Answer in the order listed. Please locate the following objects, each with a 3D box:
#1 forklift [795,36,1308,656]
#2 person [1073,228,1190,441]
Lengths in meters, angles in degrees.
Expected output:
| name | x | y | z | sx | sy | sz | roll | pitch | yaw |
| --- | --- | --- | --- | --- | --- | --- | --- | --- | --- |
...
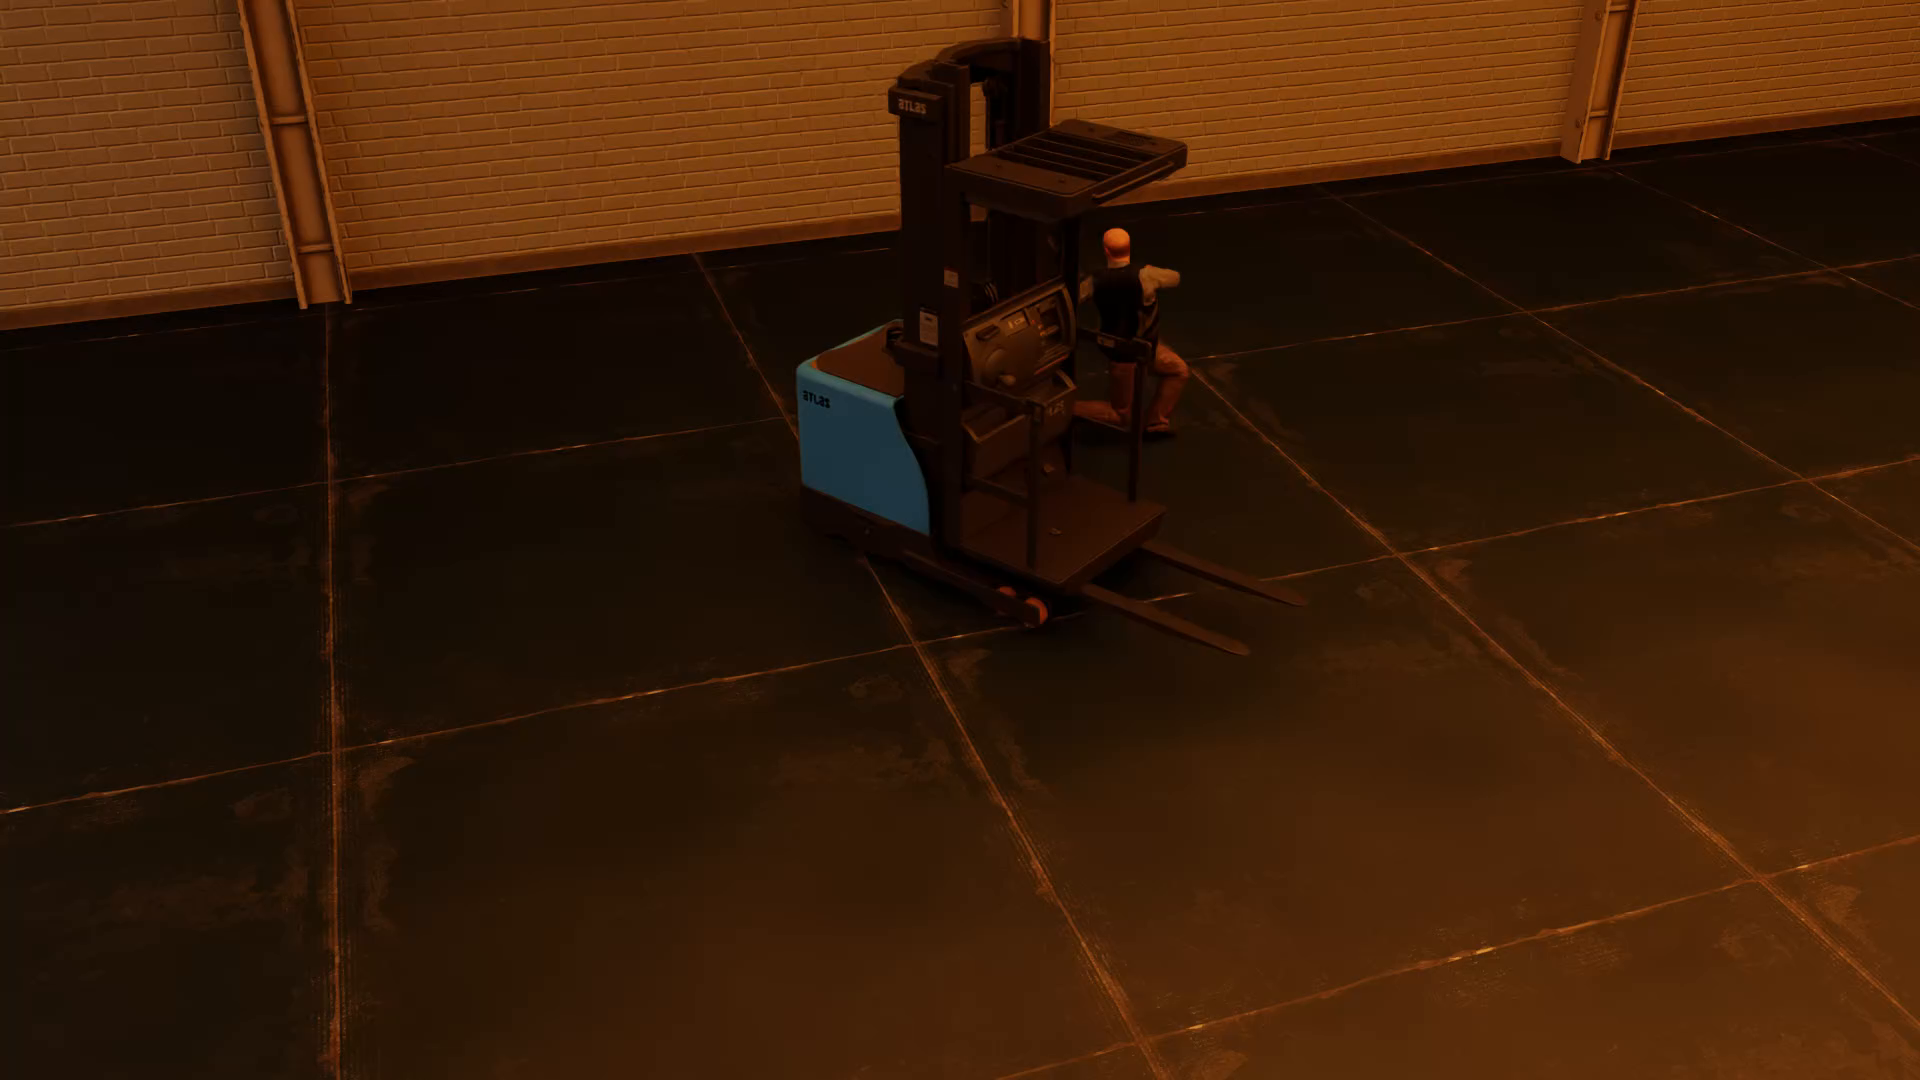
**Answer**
| name | x | y | z | sx | sy | sz | roll | pitch | yaw |
| --- | --- | --- | --- | --- | --- | --- | --- | --- | --- |
| forklift | 0.493 | -1.084 | 8.971 | 3.031 | 2.935 | 1.130 | 22 | 36 | 33 |
| person | 1.028 | -1.331 | 10.944 | 0.956 | 1.494 | 0.730 | -8 | 31 | -13 |
